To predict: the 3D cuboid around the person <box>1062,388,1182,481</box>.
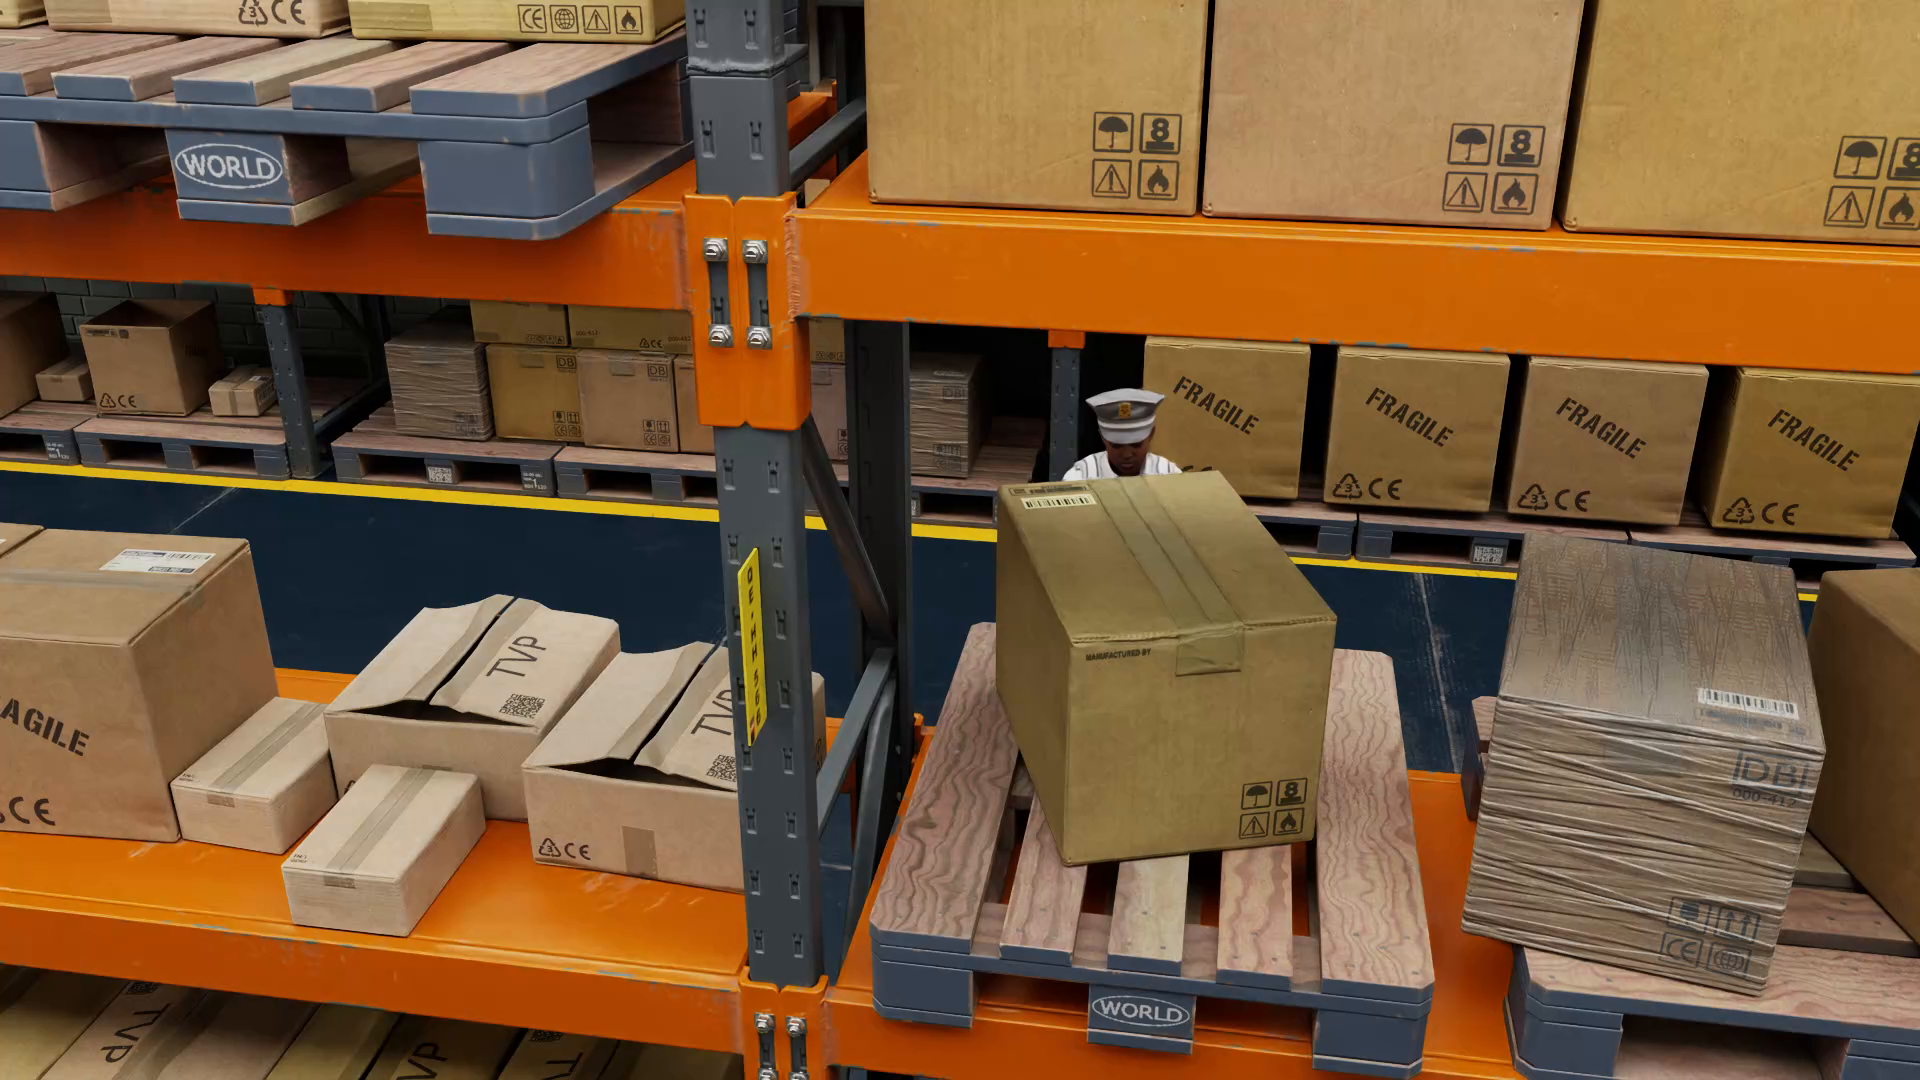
[{"bbox_3d":[0.542,0.321,5.391,0.459,1.662,0.626,-3,25,-7],"label":"person"}]
